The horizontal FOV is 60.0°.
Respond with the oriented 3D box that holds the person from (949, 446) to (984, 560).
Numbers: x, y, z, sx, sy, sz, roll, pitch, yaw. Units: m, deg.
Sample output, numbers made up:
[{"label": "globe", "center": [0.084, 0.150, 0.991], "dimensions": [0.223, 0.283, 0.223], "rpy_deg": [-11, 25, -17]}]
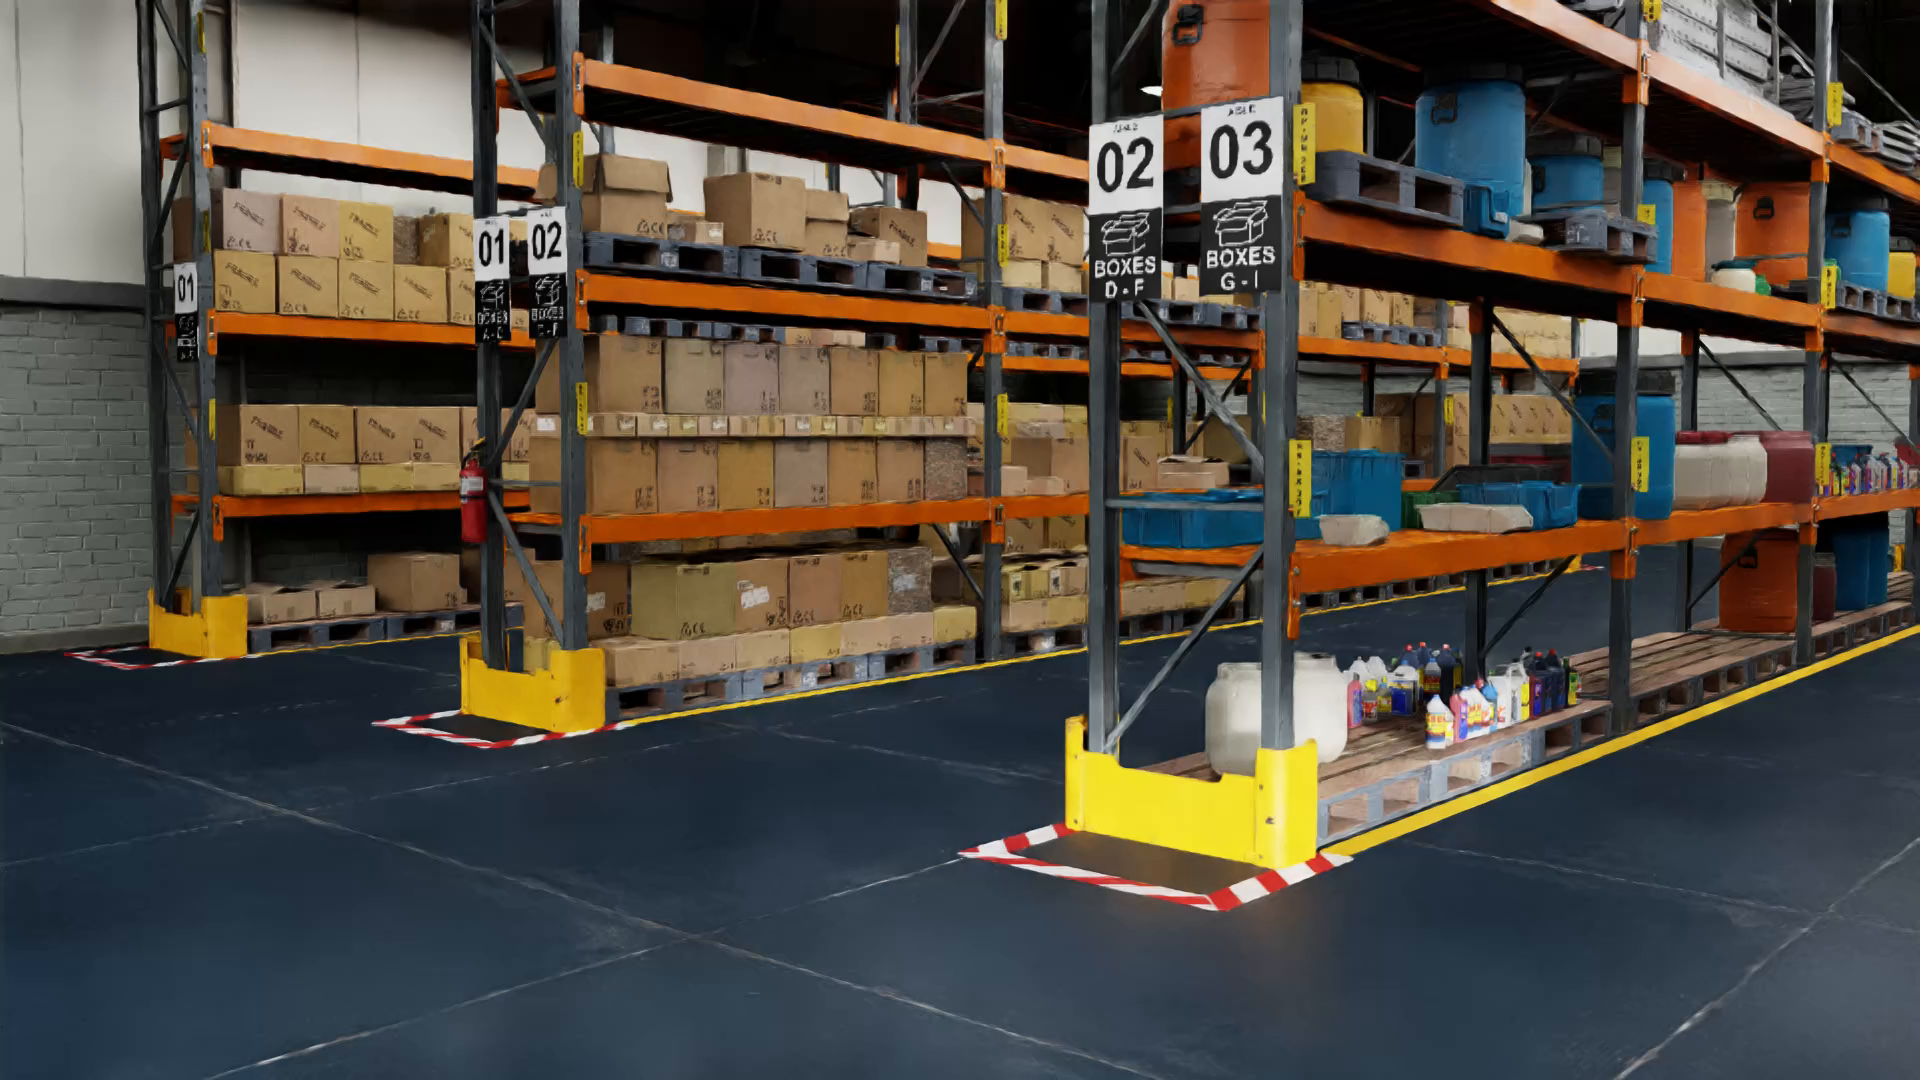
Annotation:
[{"label": "person", "center": [0.115, -0.087, 16.401], "dimensions": [0.378, 1.685, 0.559], "rpy_deg": [3, 5, 43]}]
